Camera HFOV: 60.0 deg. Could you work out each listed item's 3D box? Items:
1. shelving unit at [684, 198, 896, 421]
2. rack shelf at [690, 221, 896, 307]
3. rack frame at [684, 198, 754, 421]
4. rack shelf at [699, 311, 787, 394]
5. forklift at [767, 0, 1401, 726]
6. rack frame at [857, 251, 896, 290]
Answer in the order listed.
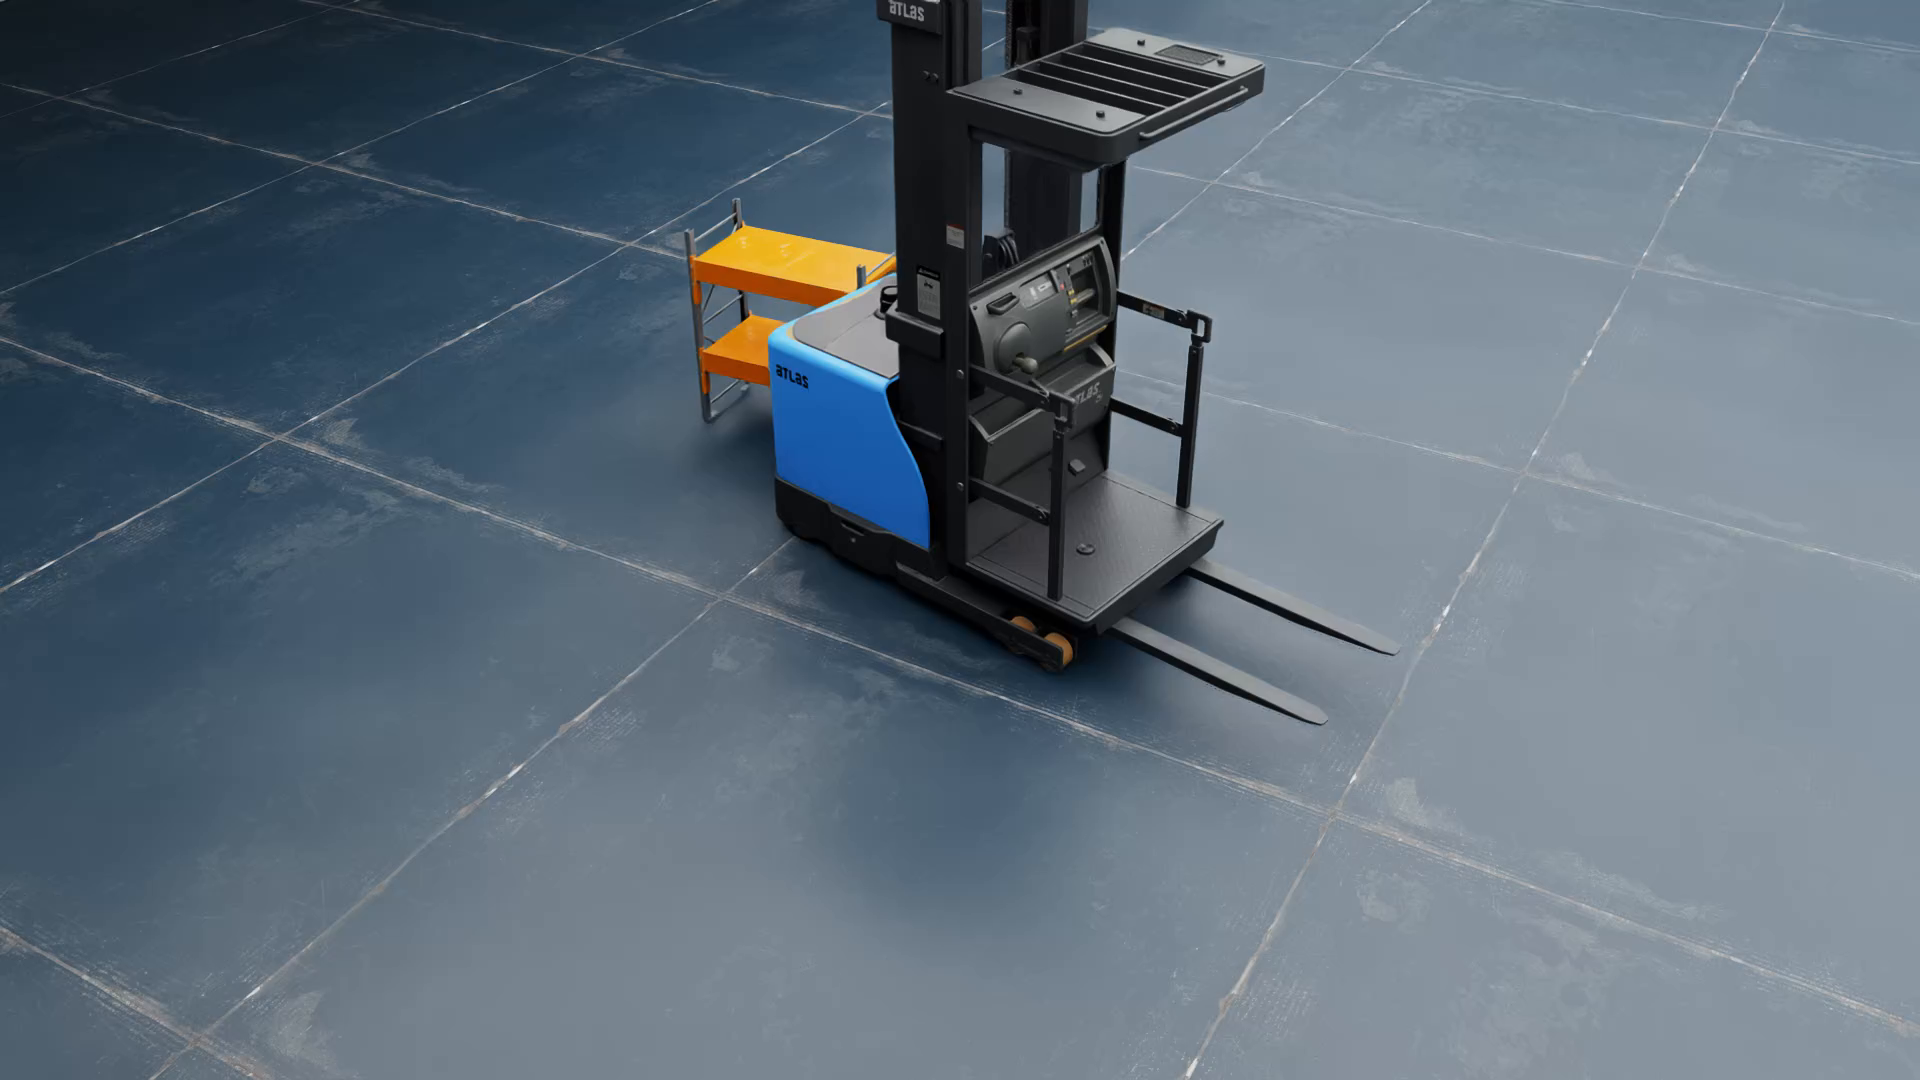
[{"bbox_3d":[-0.852,-1.134,8.938,1.048,1.125,0.538,15,36,21],"label":"shelving unit"},{"bbox_3d":[-0.852,-1.377,8.775,1.000,0.278,0.538,15,36,21],"label":"rack shelf"},{"bbox_3d":[-1.310,-1.256,9.121,0.032,1.125,0.500,15,36,21],"label":"rack frame"},{"bbox_3d":[-0.852,-0.930,9.073,1.000,0.278,0.538,15,36,21],"label":"rack shelf"},{"bbox_3d":[0.529,-0.971,7.063,3.031,2.935,1.130,25,41,33],"label":"forklift"},{"bbox_3d":[-0.393,-1.012,8.755,0.032,1.125,0.500,15,36,21],"label":"rack frame"}]
